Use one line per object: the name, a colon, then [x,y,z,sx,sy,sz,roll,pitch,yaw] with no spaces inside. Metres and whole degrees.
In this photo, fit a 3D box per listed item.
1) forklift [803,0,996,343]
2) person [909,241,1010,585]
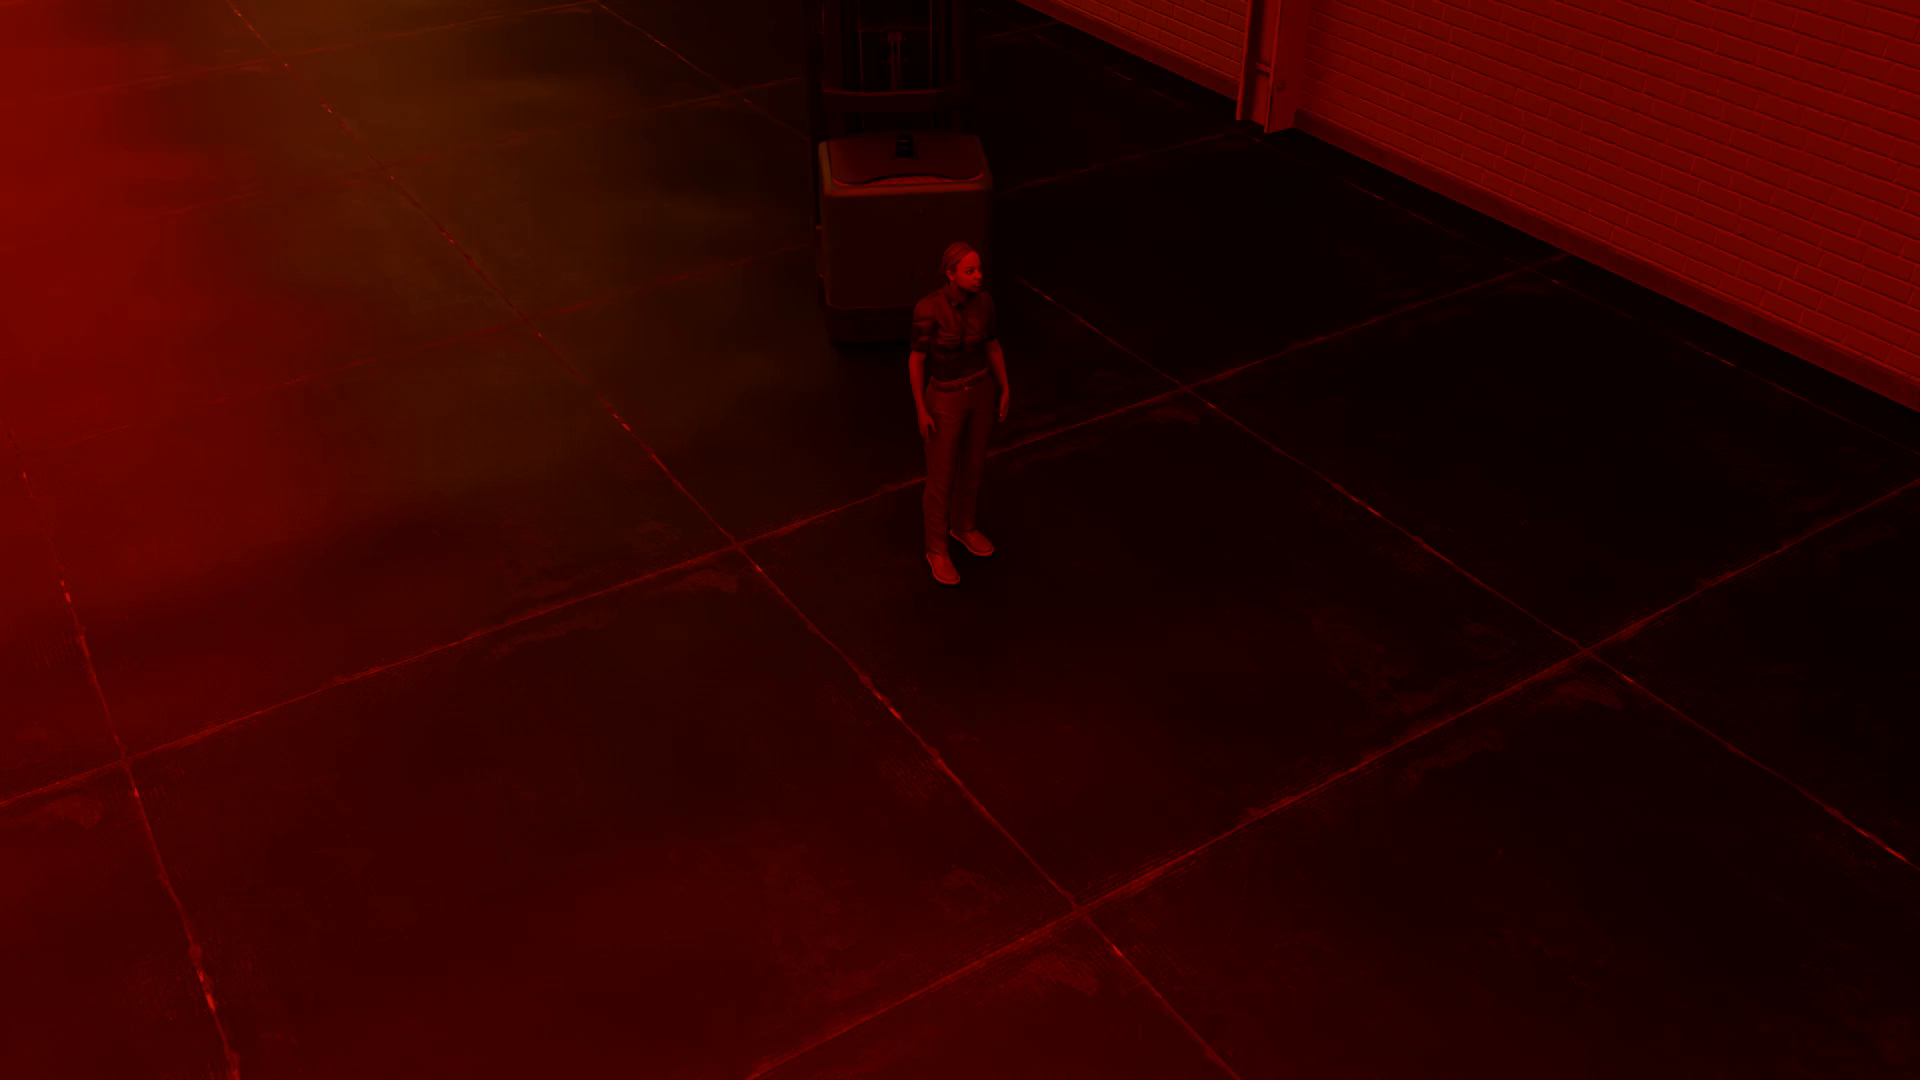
forklift: [-0.466,-3.255,10.780,1.130,2.935,3.031,-4,35,-6]
person: [0.031,-0.632,8.150,0.570,1.648,0.504,-21,40,-27]
